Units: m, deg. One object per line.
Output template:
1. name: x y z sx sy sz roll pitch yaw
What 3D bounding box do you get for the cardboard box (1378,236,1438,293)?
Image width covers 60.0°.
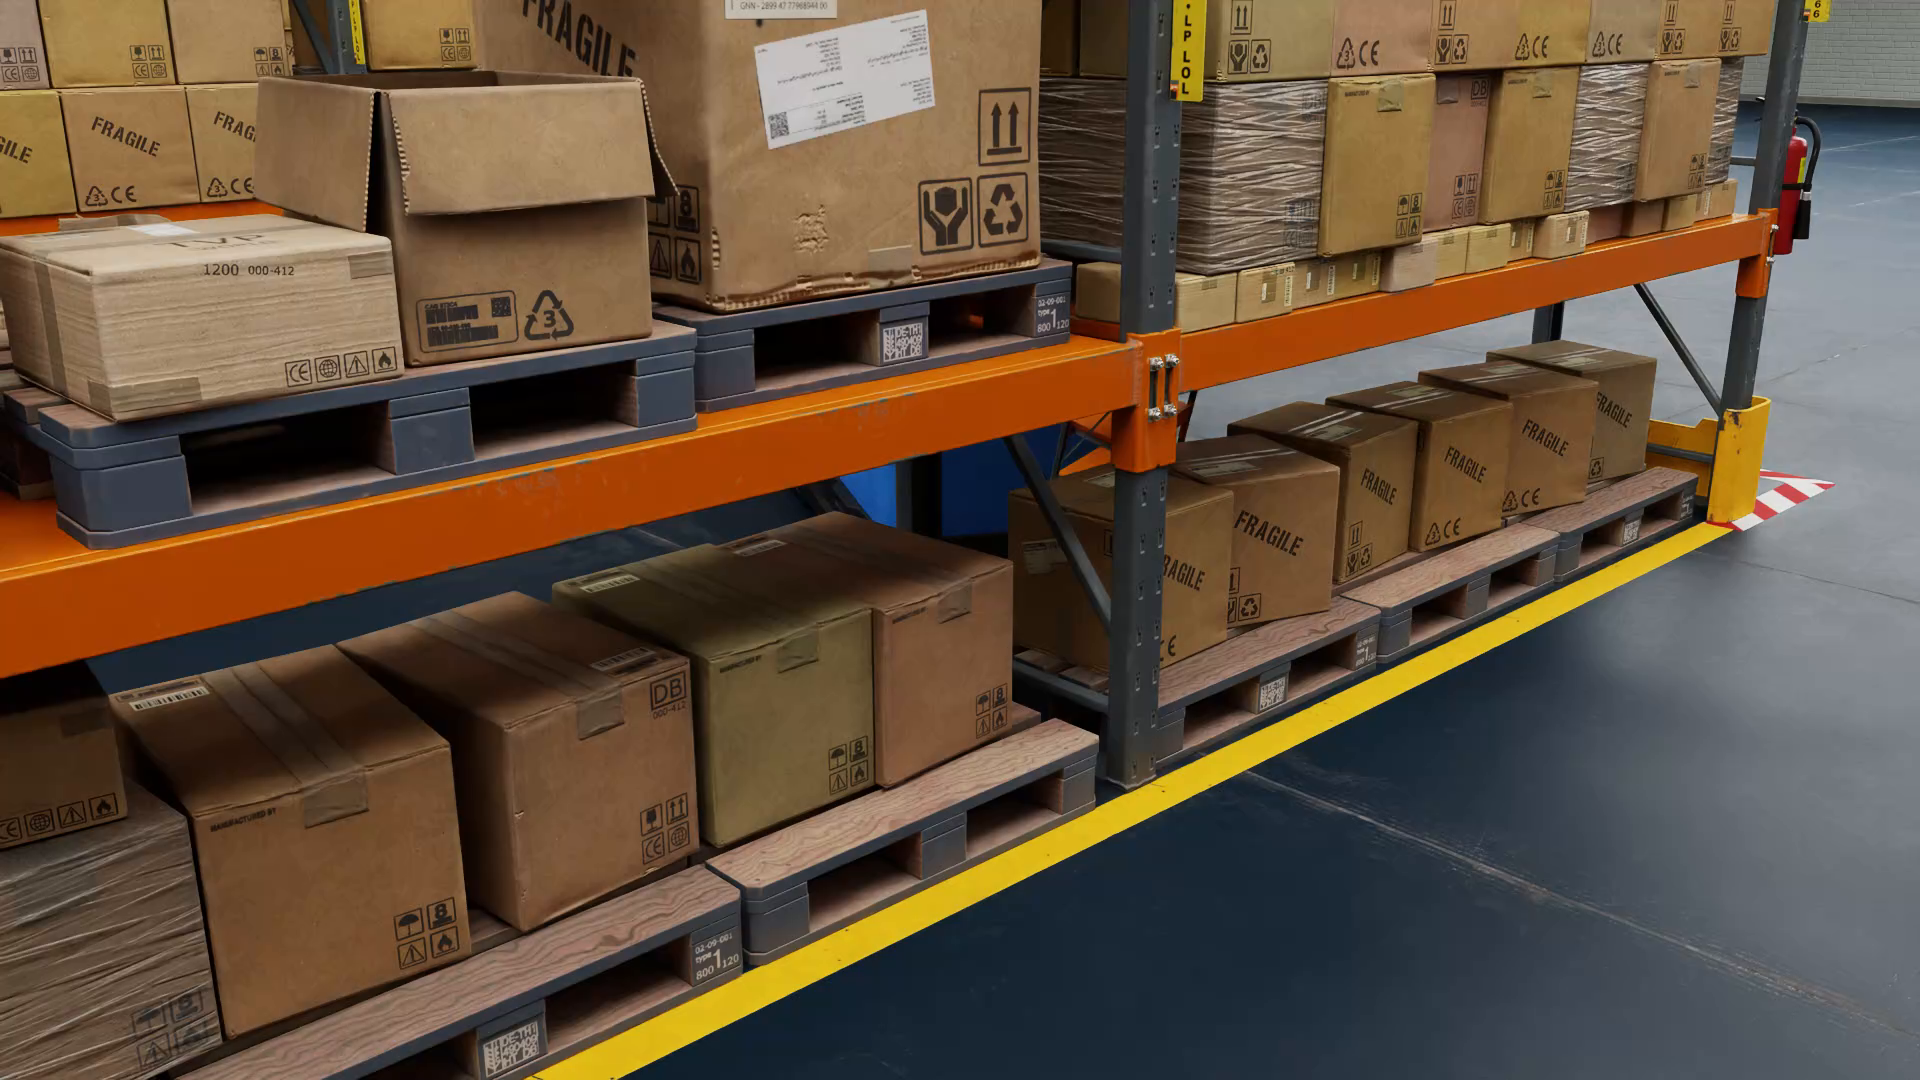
1. cardboard box: 1.283 -0.894 5.287 0.250 0.149 0.380 -16 24 -41

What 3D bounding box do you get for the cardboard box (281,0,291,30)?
1. cardboard box: -5.072 -4.092 12.477 0.500 0.500 0.700 -16 24 -41

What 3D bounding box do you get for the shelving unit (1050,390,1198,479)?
1. shelving unit: 0.560 -0.264 5.920 0.258 1.200 0.503 28 36 26

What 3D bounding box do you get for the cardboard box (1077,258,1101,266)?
1. cardboard box: 0.324 -0.870 5.213 0.250 0.149 0.380 -16 24 -41

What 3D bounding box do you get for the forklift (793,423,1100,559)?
1. forklift: -0.170 -1.580 7.107 1.130 2.935 3.031 -5 19 -15

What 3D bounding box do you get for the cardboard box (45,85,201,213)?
1. cardboard box: -3.715 -1.731 7.297 0.500 0.500 0.500 -17 24 -41

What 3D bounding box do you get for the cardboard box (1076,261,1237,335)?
1. cardboard box: 0.545 -0.686 4.645 0.250 0.149 0.380 -16 24 -41

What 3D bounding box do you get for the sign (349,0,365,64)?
1. sign: -2.773 -2.354 7.633 0.005 0.325 0.100 -16 24 -41

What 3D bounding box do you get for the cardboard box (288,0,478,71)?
1. cardboard box: -2.861 -2.616 8.196 0.550 0.550 0.875 -16 24 -41

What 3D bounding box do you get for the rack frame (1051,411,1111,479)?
1. rack frame: 0.418 -0.178 5.742 0.240 1.200 0.015 28 36 26

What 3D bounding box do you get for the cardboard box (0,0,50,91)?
1. cardboard box: -4.249 -2.161 7.002 0.500 0.500 0.700 -16 24 -40

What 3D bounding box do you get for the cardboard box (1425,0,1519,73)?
1. cardboard box: 1.409 -1.743 5.231 0.500 0.500 0.500 -16 24 -41

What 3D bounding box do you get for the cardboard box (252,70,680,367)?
1. cardboard box: -1.014 -0.688 3.396 0.637 0.503 0.797 -13 22 -35

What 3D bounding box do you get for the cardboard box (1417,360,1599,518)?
1. cardboard box: 2.212 -0.423 6.798 0.500 0.500 0.500 -9 20 -27

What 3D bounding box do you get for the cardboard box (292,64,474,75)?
1. cardboard box: -2.893 -2.113 8.394 0.550 0.550 0.875 -16 24 -41

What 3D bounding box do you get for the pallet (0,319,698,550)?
1. pallet: -1.314 -0.317 3.411 1.213 0.211 1.003 -16 24 -41

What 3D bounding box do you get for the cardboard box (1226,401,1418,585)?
1. cardboard box: 1.308 -0.186 6.068 0.500 0.500 0.500 15 23 39

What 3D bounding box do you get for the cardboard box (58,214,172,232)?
1. cardboard box: -1.698 -0.530 3.292 0.396 0.266 0.258 17 25 42

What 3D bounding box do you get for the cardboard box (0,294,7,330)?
1. cardboard box: -4.245 -0.735 7.355 0.750 0.750 1.050 -16 24 -41

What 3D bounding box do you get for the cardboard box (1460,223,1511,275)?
1. cardboard box: 1.625 -1.007 5.635 0.250 0.149 0.380 -16 24 -41

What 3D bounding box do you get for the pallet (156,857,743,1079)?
1. pallet: -1.270 0.924 3.793 1.213 0.211 1.003 -16 24 -41

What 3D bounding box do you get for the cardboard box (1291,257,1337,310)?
1. cardboard box: 0.898 -0.795 4.982 0.250 0.149 0.380 -16 24 -41

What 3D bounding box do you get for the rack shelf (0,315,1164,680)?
1. rack shelf: -1.271 -0.062 3.478 4.000 0.370 1.077 -16 24 -41

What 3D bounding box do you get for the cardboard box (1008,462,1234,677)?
1. cardboard box: 0.500 0.086 5.228 0.500 0.500 0.500 17 25 42

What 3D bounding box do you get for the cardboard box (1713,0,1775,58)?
1. cardboard box: 2.858 -2.168 6.542 0.500 0.500 0.500 -16 24 -41

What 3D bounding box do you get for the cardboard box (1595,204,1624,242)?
1. cardboard box: 2.292 -1.238 6.348 0.250 0.149 0.380 -16 24 -41

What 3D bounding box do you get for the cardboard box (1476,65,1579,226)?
1. cardboard box: 1.625 -1.421 5.861 0.500 0.500 0.875 -16 24 -41

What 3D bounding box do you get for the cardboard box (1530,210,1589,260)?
1. cardboard box: 2.005 -1.108 5.945 0.250 0.149 0.380 -16 24 -41

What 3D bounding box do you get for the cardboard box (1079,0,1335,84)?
1. cardboard box: 0.683 -1.531 4.577 0.500 0.500 0.500 -16 24 -41

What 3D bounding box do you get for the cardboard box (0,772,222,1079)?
1. cardboard box: -1.857 0.733 3.200 0.700 0.500 0.500 15 24 39

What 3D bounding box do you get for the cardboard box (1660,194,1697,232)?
1. cardboard box: 2.695 -1.332 6.636 0.250 0.149 0.380 -16 24 -41

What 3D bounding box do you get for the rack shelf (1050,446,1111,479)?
1. rack shelf: 0.550 -0.208 5.955 0.258 0.148 0.480 28 36 26

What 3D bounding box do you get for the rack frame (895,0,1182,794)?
1. rack frame: 0.182 -0.828 4.674 0.127 3.000 1.000 -16 24 -41

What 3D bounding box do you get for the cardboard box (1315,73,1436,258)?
1. cardboard box: 0.939 -1.196 5.166 0.500 0.500 0.875 -16 24 -41

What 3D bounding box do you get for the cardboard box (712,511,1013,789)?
1. cardboard box: -0.279 0.277 4.605 0.700 0.500 0.500 16 24 40

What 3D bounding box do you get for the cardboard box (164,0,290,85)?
1. cardboard box: -3.509 -2.377 7.670 0.500 0.500 0.700 -17 24 -42

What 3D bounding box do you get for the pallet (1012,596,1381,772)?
1. pallet: 0.646 0.349 5.567 1.213 0.211 1.003 -16 24 -41

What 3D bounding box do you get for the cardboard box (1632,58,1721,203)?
1. cardboard box: 2.389 -1.621 6.476 0.500 0.500 0.875 -16 24 -41

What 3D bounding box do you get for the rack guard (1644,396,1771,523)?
1. rack guard: 3.033 -0.470 7.624 0.348 0.500 1.175 -16 24 -41

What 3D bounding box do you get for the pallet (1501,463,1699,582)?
1. pallet: 2.419 -0.168 7.162 1.213 0.211 1.003 -16 24 -41

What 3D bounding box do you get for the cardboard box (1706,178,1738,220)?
1. cardboard box: 3.023 -1.449 6.998 0.250 0.149 0.380 -16 24 -41

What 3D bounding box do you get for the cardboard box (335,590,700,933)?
1. cardboard box: -1.045 0.493 3.940 0.700 0.500 0.500 15 23 39

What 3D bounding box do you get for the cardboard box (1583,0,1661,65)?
1. cardboard box: 2.134 -1.955 5.886 0.500 0.500 0.500 -16 24 -41

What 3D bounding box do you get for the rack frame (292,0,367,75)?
1. rack frame: -3.152 -1.961 8.168 0.127 3.000 1.000 -16 24 -41
